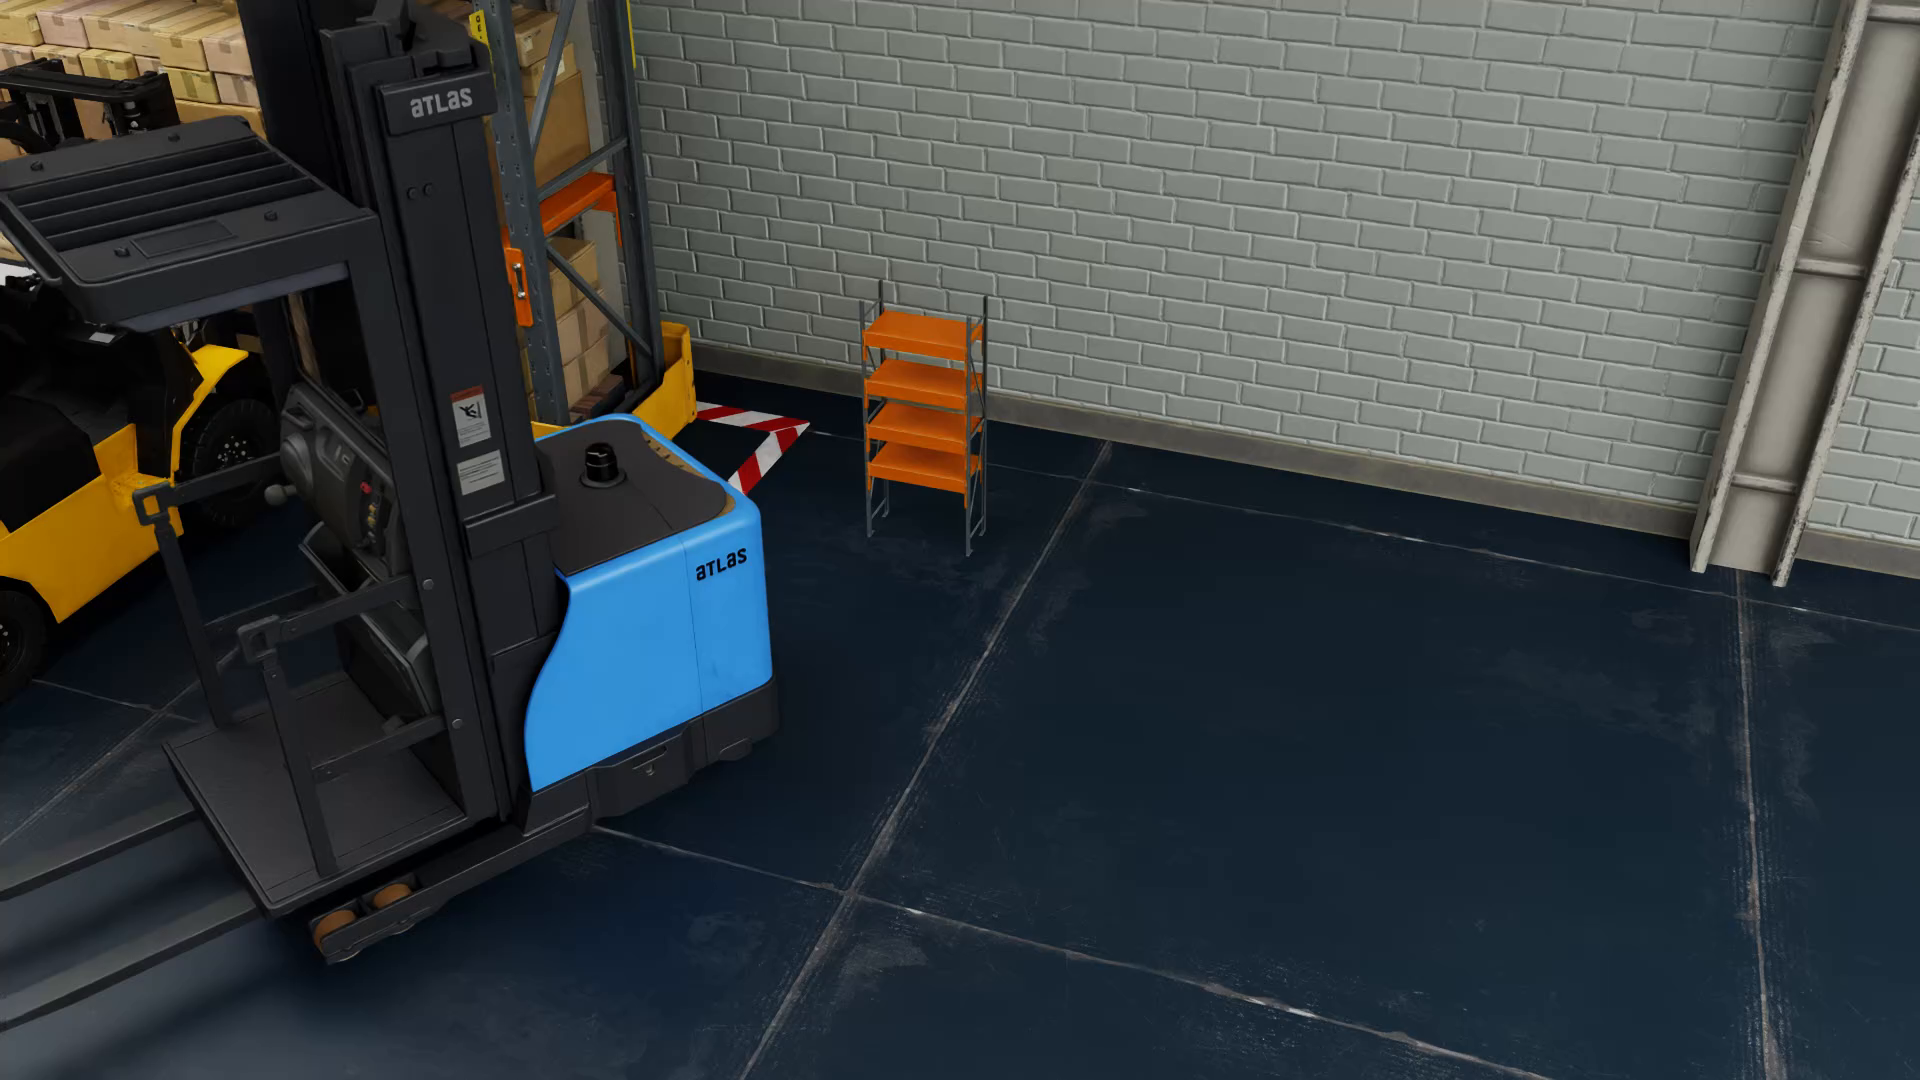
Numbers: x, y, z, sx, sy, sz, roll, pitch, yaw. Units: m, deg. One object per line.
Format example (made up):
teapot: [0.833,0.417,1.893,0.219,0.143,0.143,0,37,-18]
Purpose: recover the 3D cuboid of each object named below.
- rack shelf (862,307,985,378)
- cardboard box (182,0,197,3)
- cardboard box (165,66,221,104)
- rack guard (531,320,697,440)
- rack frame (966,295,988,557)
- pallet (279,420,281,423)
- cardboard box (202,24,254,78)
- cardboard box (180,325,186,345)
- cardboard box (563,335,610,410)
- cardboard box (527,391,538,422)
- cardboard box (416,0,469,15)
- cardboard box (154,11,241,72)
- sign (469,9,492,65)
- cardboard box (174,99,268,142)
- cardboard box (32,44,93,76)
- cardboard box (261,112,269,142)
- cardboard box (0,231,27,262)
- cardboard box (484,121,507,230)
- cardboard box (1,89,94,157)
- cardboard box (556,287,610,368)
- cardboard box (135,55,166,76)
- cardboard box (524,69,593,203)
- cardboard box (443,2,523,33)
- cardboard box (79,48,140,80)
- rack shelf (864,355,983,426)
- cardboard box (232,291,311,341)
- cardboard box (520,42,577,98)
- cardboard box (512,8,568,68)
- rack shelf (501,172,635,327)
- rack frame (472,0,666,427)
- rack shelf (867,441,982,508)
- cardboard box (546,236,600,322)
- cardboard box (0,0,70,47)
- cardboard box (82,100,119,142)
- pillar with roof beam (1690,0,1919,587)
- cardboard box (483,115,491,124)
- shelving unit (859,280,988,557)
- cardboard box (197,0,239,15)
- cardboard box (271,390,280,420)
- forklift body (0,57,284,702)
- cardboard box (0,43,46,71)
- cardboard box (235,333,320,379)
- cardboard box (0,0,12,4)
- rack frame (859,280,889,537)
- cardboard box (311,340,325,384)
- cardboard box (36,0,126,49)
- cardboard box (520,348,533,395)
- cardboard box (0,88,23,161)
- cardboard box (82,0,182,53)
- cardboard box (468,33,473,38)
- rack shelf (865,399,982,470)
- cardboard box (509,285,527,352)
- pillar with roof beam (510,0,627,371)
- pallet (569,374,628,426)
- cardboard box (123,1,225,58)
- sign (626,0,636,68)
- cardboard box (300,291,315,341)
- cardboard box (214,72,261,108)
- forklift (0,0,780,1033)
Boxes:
rack shelf: [-0.156,-0.864,7.258,0.480,0.148,0.258,11,34,16]
cardboard box: [-3.688,-2.628,8.091,0.250,0.149,0.380,12,35,18]
cardboard box: [-3.384,-2.131,7.595,0.250,0.149,0.380,11,35,17]
rack guard: [-1.725,-0.619,8.248,0.348,0.500,1.175,11,34,16]
rack frame: [0.074,-0.490,7.402,0.015,1.200,0.240,11,34,16]
pallet: [-3.626,-0.845,8.864,1.213,0.211,1.003,11,34,16]
cardboard box: [-3.146,-2.209,7.442,0.250,0.149,0.380,12,35,18]
cardboard box: [-3.742,-1.109,8.389,0.500,0.250,0.500,11,34,16]
cardboard box: [-2.144,-0.885,8.503,0.500,0.250,0.500,11,34,17]
cardboard box: [-2.296,-0.620,8.092,0.500,0.250,0.500,11,35,17]
cardboard box: [-2.480,-2.390,7.722,0.250,0.149,0.380,12,35,17]
cardboard box: [-3.391,-2.254,7.511,0.250,0.149,0.380,12,35,17]
sign: [-1.944,-1.985,6.774,0.005,0.325,0.100,11,34,16]
cardboard box: [-3.267,-1.865,7.781,0.500,0.500,0.500,10,34,16]
cardboard box: [-4.106,-2.279,7.824,0.250,0.149,0.380,10,34,15]
cardboard box: [-2.785,-1.772,7.636,0.500,0.500,0.500,12,35,18]
cardboard box: [-4.685,-1.500,8.533,0.500,0.250,0.500,11,34,17]
cardboard box: [-2.299,-1.672,7.482,0.500,0.500,0.500,10,34,15]
cardboard box: [-4.210,-2.054,8.074,0.500,0.500,0.500,11,34,16]
cardboard box: [-2.120,-1.097,8.371,0.500,0.250,0.500,12,35,17]
cardboard box: [-3.589,-2.223,7.737,0.250,0.149,0.380,11,34,16]
cardboard box: [-2.120,-1.948,7.910,0.500,0.500,0.500,12,35,18]
cardboard box: [-2.221,-2.365,7.682,0.250,0.149,0.380,12,35,18]
cardboard box: [-3.853,-2.235,7.756,0.250,0.149,0.380,10,34,15]
rack shelf: [-0.156,-0.666,7.387,0.480,0.148,0.258,11,34,16]
cardboard box: [-3.247,-1.218,8.097,0.500,0.250,0.500,11,35,17]
cardboard box: [-1.979,-2.183,7.675,0.250,0.149,0.380,10,34,15]
cardboard box: [-1.991,-2.284,7.558,0.250,0.149,0.380,10,34,16]
rack shelf: [-3.630,-1.738,8.339,4.000,0.370,1.077,11,34,16]
rack frame: [-1.747,-1.674,7.577,0.127,3.000,1.000,11,34,16]
rack shelf: [-0.156,-0.311,7.616,0.480,0.148,0.258,11,34,16]
cardboard box: [-2.136,-1.300,8.224,0.500,0.250,0.500,10,34,16]
cardboard box: [-4.332,-2.459,7.828,0.250,0.149,0.380,10,34,16]
cardboard box: [-3.744,-1.952,7.915,0.500,0.500,0.500,11,35,17]
pillar with roof beam: [2.097,-1.486,1.755,0.400,9.000,9.100,11,34,16]
cardboard box: [-2.168,-1.909,7.251,0.250,0.149,0.380,12,35,17]
shelving unit: [-0.156,-0.534,7.471,0.503,1.200,0.258,11,34,16]
cardboard box: [-3.438,-2.582,8.019,0.250,0.149,0.380,11,34,17]
cardboard box: [-3.229,-0.812,8.390,0.500,0.250,0.500,11,35,17]
forklift body: [-4.148,-0.733,6.902,1.214,2.155,2.313,11,34,16]
cardboard box: [-4.349,-2.316,7.881,0.250,0.149,0.380,11,34,16]
cardboard box: [-3.273,-1.016,8.245,0.500,0.250,0.500,10,34,15]
cardboard box: [-4.585,-2.492,7.880,0.250,0.149,0.380,12,35,18]
rack frame: [-0.386,-0.579,7.541,0.015,1.200,0.240,11,34,16]
cardboard box: [-2.780,-0.932,8.115,0.500,0.250,0.500,11,34,16]
cardboard box: [-4.073,-2.440,7.800,0.250,0.149,0.380,11,34,16]
cardboard box: [-2.311,-0.835,7.964,0.500,0.250,0.500,11,34,16]
cardboard box: [-4.687,-2.147,8.217,0.500,0.500,0.500,12,35,17]
cardboard box: [-3.833,-2.404,7.743,0.250,0.149,0.380,11,34,17]
cardboard box: [-2.156,-2.071,7.228,0.250,0.149,0.380,11,34,17]
rack shelf: [-0.156,-0.478,7.508,0.480,0.148,0.258,11,34,16]
cardboard box: [-2.286,-1.040,7.822,0.500,0.250,0.500,12,35,18]
pillar with roof beam: [-3.551,-2.584,3.456,0.400,9.000,9.100,11,34,16]
pallet: [-2.481,-0.621,8.517,1.213,0.211,1.003,11,34,16]
cardboard box: [-3.602,-2.349,7.658,0.250,0.149,0.380,12,35,17]
sign: [-1.555,-2.353,7.758,0.005,0.325,0.100,11,34,16]
cardboard box: [-2.769,-1.131,7.962,0.500,0.250,0.500,12,35,17]
cardboard box: [-3.139,-2.095,7.539,0.250,0.149,0.380,10,34,15]
forklift: [-2.166,-0.147,5.276,3.031,2.935,1.130,-24,40,-32]
